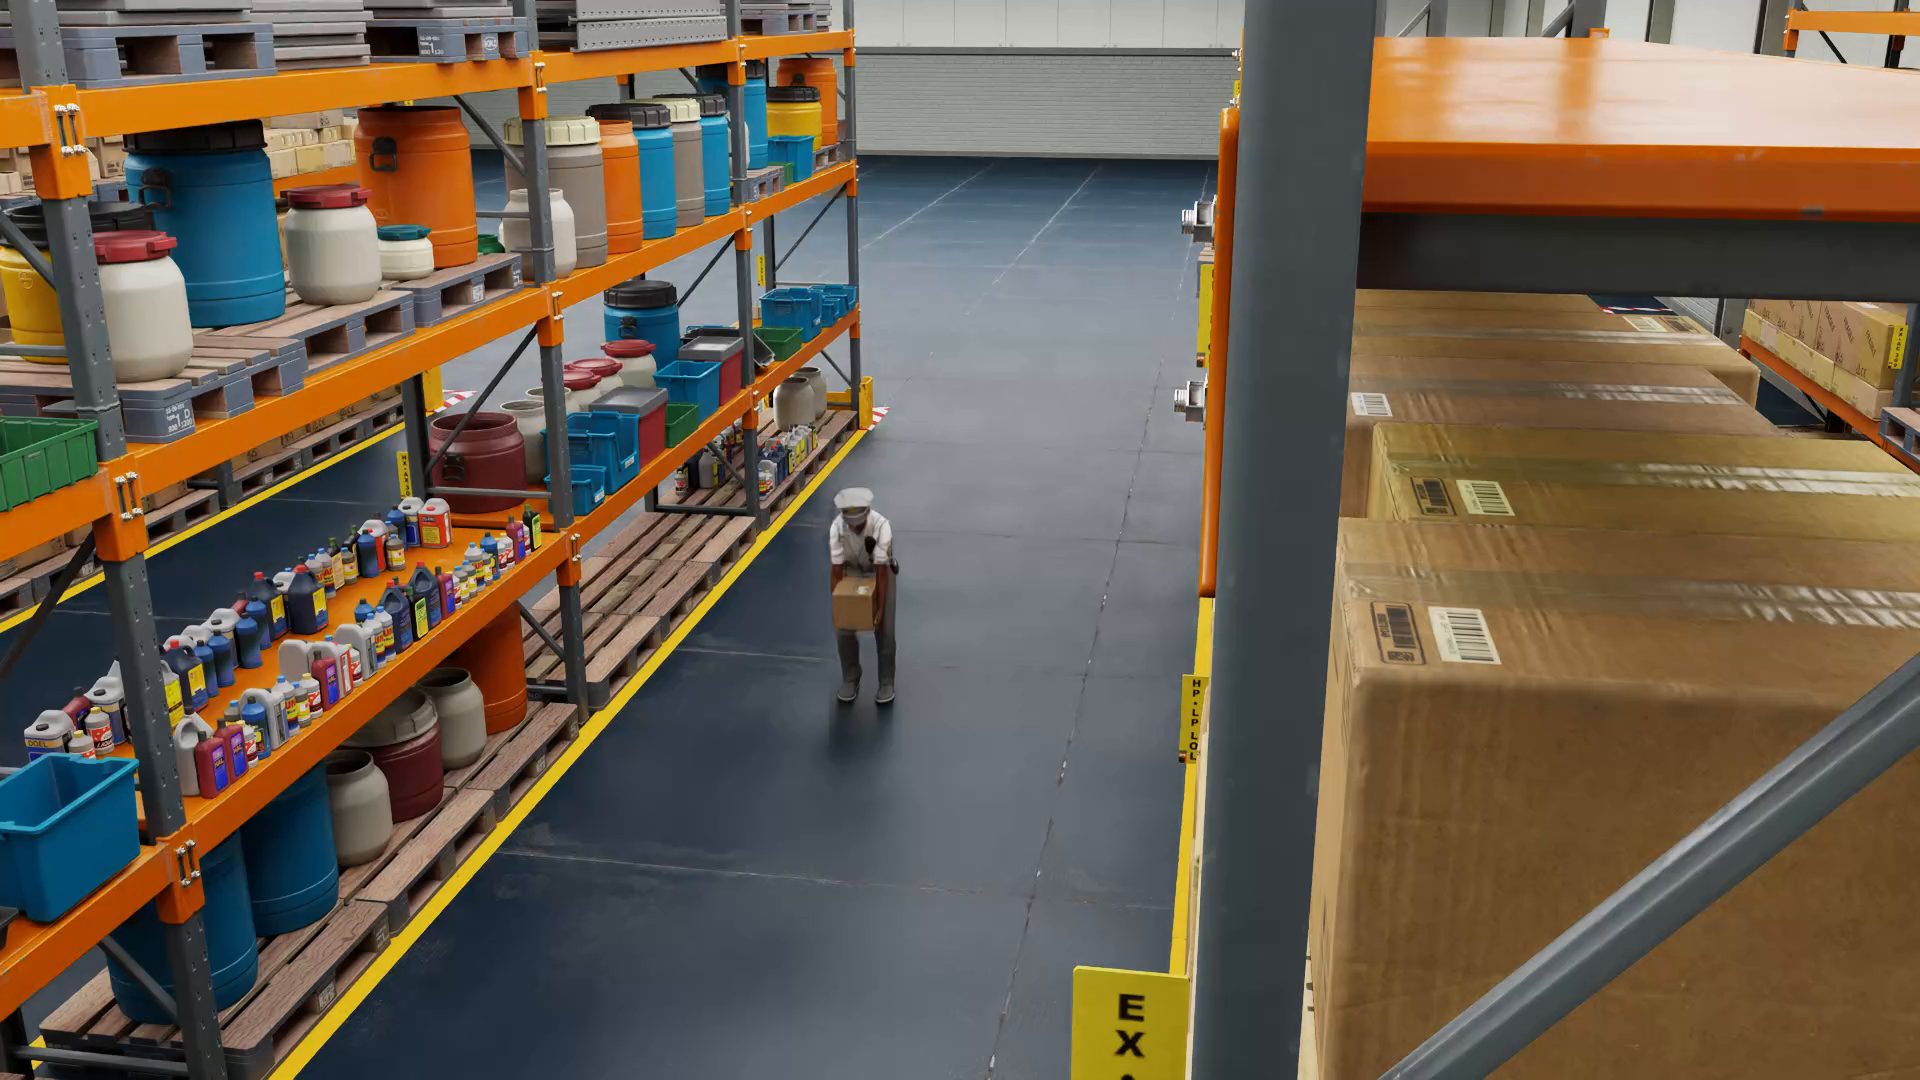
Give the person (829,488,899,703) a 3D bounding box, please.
[{"bbox_3d":[-0.630,0.355,10.714,0.411,1.516,0.715,3,18,8],"label":"person"}]
